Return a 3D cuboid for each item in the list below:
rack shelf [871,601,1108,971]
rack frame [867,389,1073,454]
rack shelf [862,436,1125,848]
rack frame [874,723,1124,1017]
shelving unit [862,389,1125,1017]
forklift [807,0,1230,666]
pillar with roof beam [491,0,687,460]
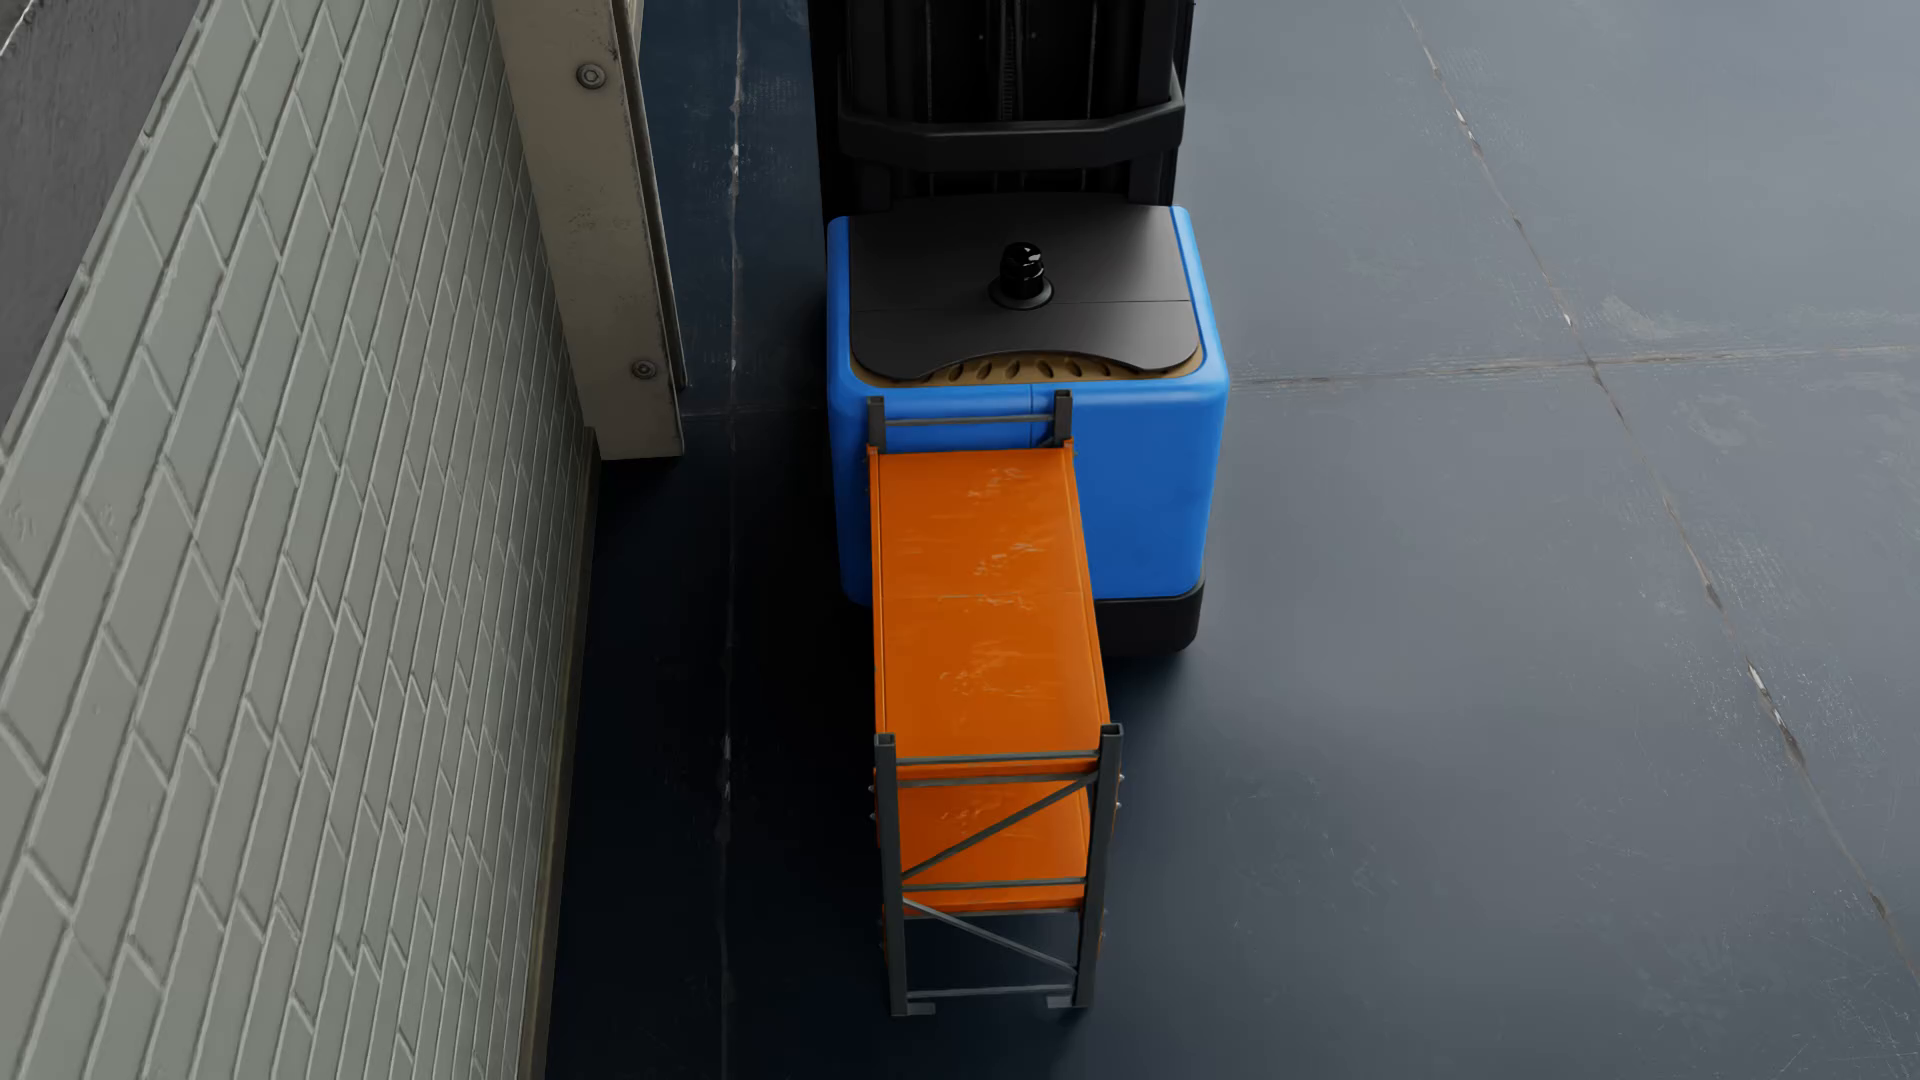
[{"bbox_3d":[0.051,0.576,4.266,0.538,0.278,1.000,-2,47,-2],"label":"rack shelf"},{"bbox_3d":[0.024,0.039,4.438,0.500,1.125,0.032,-2,47,-2],"label":"rack frame"},{"bbox_3d":[0.051,0.207,3.876,0.538,0.278,1.000,-2,47,-2],"label":"rack shelf"},{"bbox_3d":[0.078,0.776,3.740,0.500,1.125,0.032,-2,47,-2],"label":"rack frame"},{"bbox_3d":[0.051,0.408,4.089,0.538,1.125,1.048,-2,47,-2],"label":"shelving unit"},{"bbox_3d":[0.101,-1.708,4.849,1.130,2.935,3.031,-2,47,-2],"label":"forklift"},{"bbox_3d":[3.203,-3.771,2.624,9.100,9.000,0.400,-3,47,-3],"label":"pillar with roof beam"}]
